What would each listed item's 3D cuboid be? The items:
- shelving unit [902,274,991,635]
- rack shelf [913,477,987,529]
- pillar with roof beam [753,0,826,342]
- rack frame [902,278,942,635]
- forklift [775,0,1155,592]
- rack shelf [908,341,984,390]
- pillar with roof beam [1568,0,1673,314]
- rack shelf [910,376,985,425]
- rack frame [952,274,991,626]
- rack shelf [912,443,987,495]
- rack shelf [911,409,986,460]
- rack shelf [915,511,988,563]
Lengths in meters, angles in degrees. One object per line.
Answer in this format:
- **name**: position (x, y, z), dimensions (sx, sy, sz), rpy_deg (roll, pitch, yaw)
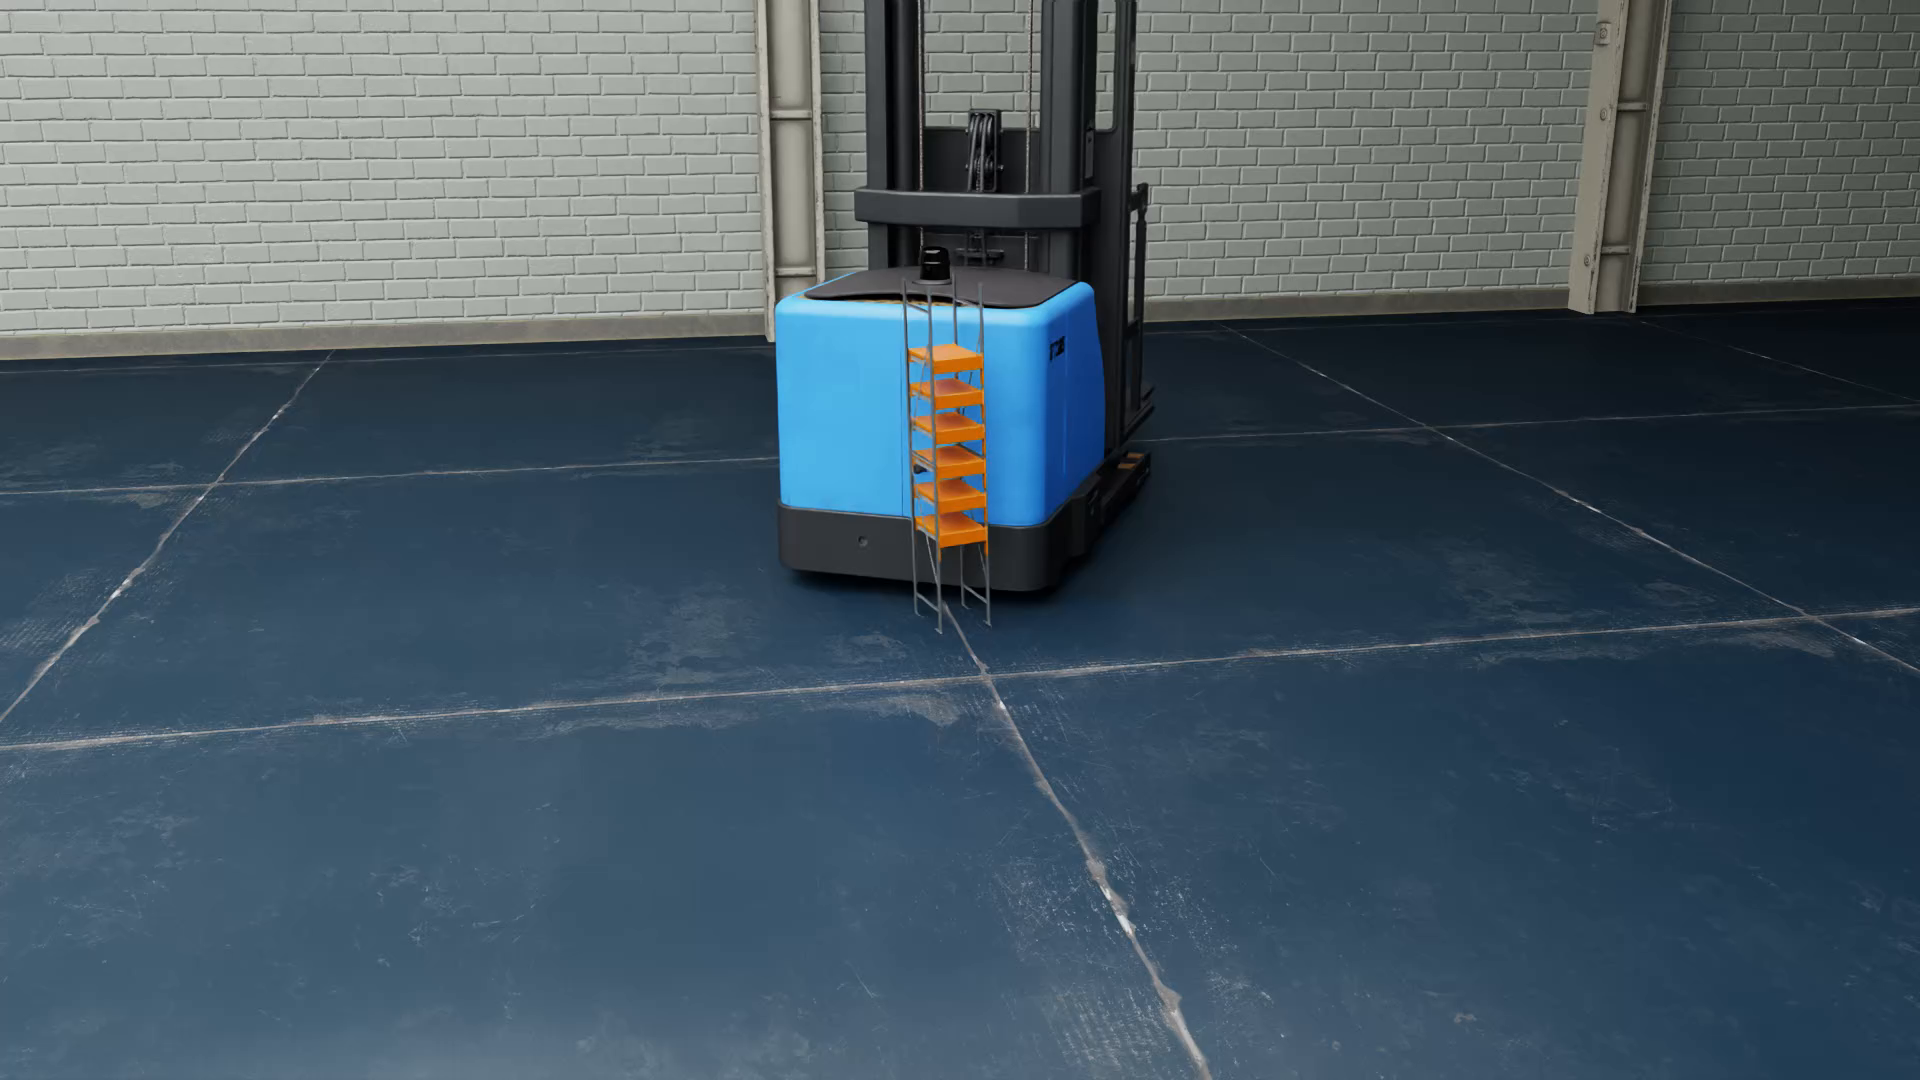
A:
- **shelving unit**: position (-0.044, -0.289, 5.699), dimensions (0.189, 1.200, 0.258), rpy_deg (-9, 19, -22)
- **rack shelf**: position (-0.040, -0.132, 5.749), dimensions (0.180, 0.103, 0.258), rpy_deg (-9, 19, -22)
- **pillar with roof beam**: position (-0.299, -4.441, 5.945), dimensions (0.400, 9.000, 9.100), rpy_deg (-3, 17, -10)
- **rack frame**: position (-0.128, -0.275, 5.664), dimensions (0.006, 1.200, 0.240), rpy_deg (-9, 19, -22)
- **forklift**: position (0.240, -1.609, 7.058), dimensions (1.130, 2.935, 3.031), rpy_deg (5, 18, 17)
- **rack shelf**: position (-0.053, -0.589, 5.602), dimensions (0.180, 0.103, 0.258), rpy_deg (-9, 19, -22)
- **pillar with roof beam**: position (5.592, -4.775, 7.033), dimensions (0.400, 9.000, 9.100), rpy_deg (-3, 17, -10)
- **rack shelf**: position (-0.050, -0.475, 5.639), dimensions (0.180, 0.103, 0.258), rpy_deg (-9, 19, -22)
- **rack frame**: position (0.039, -0.302, 5.733), dimensions (0.006, 1.200, 0.240), rpy_deg (-9, 19, -22)
- **rack shelf**: position (-0.043, -0.246, 5.712), dimensions (0.180, 0.103, 0.258), rpy_deg (-9, 19, -22)
- **rack shelf**: position (-0.046, -0.361, 5.676), dimensions (0.180, 0.103, 0.258), rpy_deg (-9, 19, -22)
- **rack shelf**: position (-0.037, -0.018, 5.786), dimensions (0.180, 0.103, 0.258), rpy_deg (-9, 19, -22)
